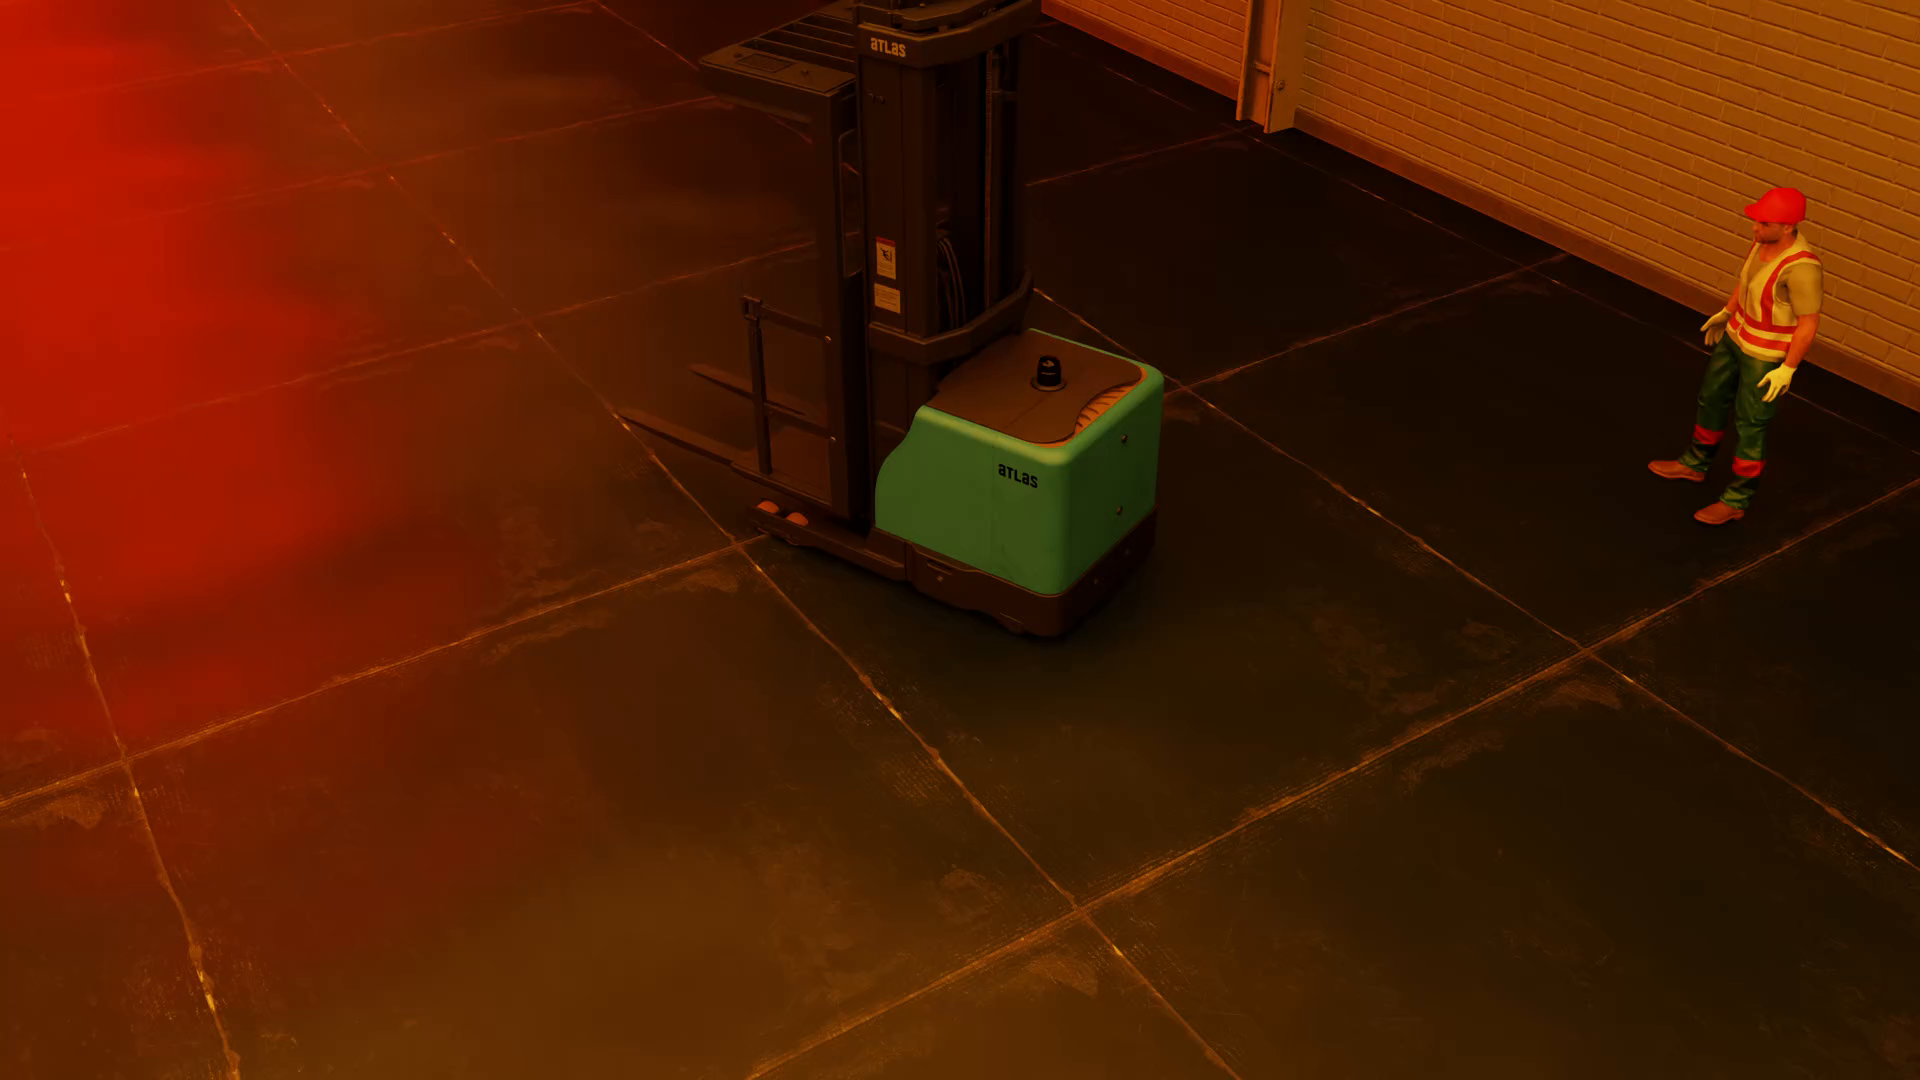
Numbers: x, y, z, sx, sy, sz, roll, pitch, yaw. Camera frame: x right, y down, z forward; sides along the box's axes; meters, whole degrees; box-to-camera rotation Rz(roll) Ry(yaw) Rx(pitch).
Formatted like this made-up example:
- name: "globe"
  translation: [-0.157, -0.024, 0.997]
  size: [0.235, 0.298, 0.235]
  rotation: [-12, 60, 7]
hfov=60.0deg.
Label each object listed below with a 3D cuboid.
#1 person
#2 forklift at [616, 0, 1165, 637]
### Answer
- name: "person"
  translation: [4.050, -0.988, 8.557]
  size: [0.459, 1.780, 0.657]
  rotation: [-3, 35, -4]
- name: "forklift"
  translation: [-0.500, -1.399, 8.138]
  size: [3.031, 2.935, 1.130]
  rotation: [22, 41, 28]
